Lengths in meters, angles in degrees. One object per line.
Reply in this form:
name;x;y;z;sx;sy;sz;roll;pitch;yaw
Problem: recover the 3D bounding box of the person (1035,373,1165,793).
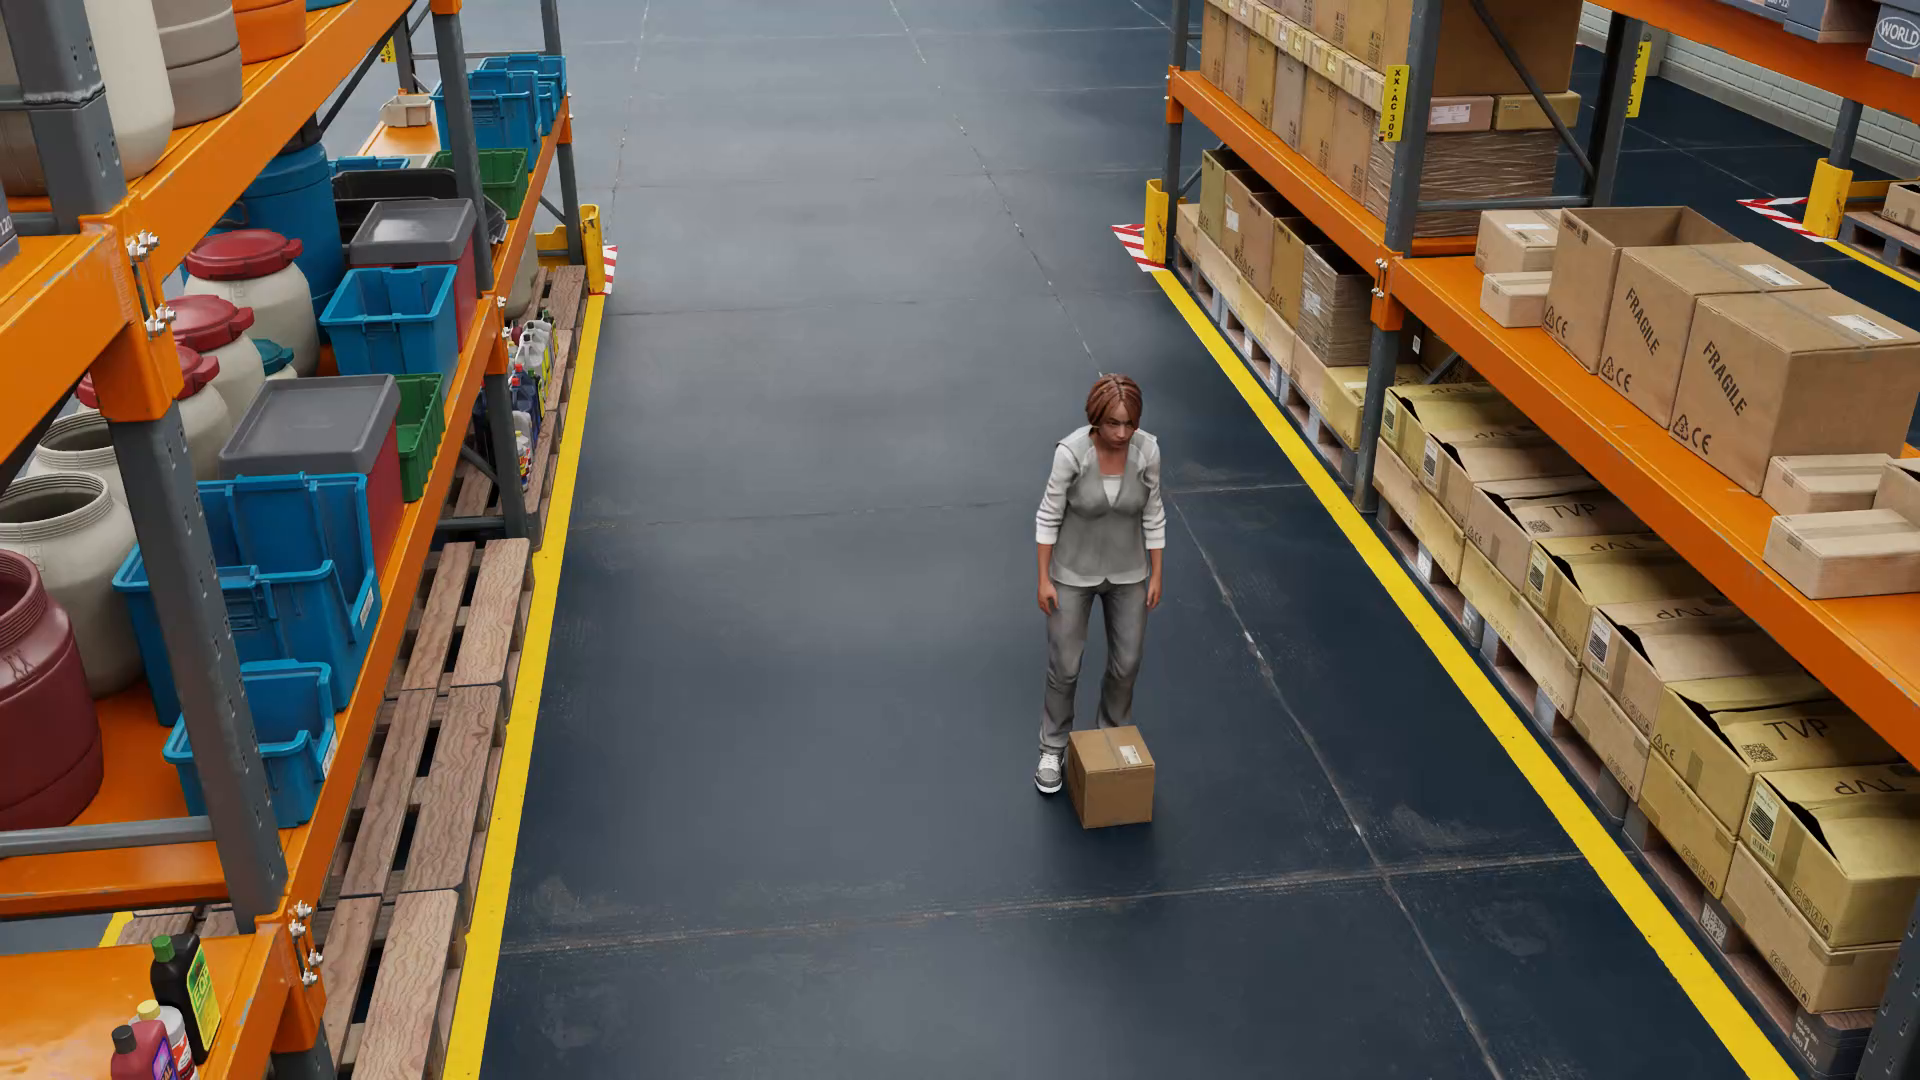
person;0.492;0.144;5.855;0.460;1.593;0.345;-4;28;-7
